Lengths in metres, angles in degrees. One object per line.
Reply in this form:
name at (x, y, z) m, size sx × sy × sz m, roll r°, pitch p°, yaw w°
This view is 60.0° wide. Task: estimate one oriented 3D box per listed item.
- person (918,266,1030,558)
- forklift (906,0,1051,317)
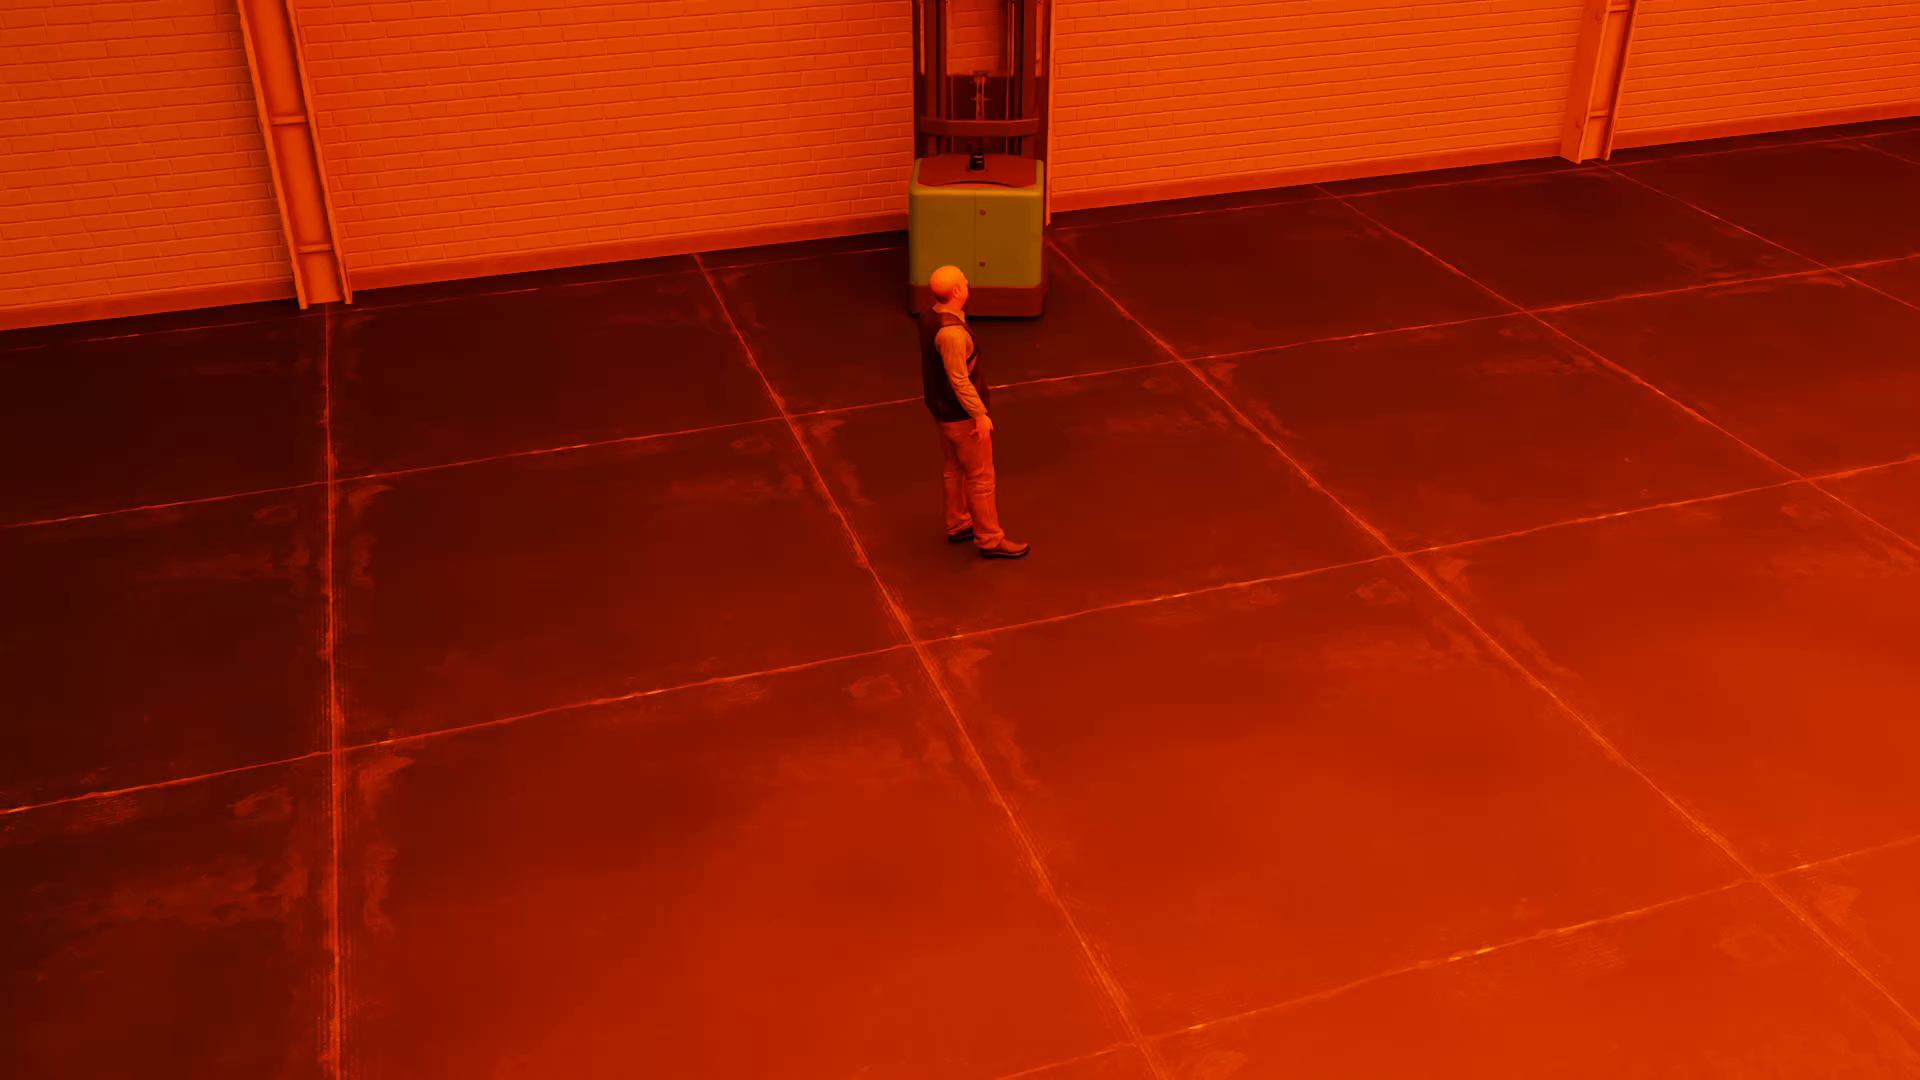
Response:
person at (0.062, -0.759, 9.604) m, size 0.566 × 1.722 × 0.634 m, roll -10°, pitch 31°, yaw -16°
forklift at (0.181, -3.700, 13.518) m, size 1.130 × 2.935 × 3.031 m, roll 1°, pitch 30°, yaw 2°
